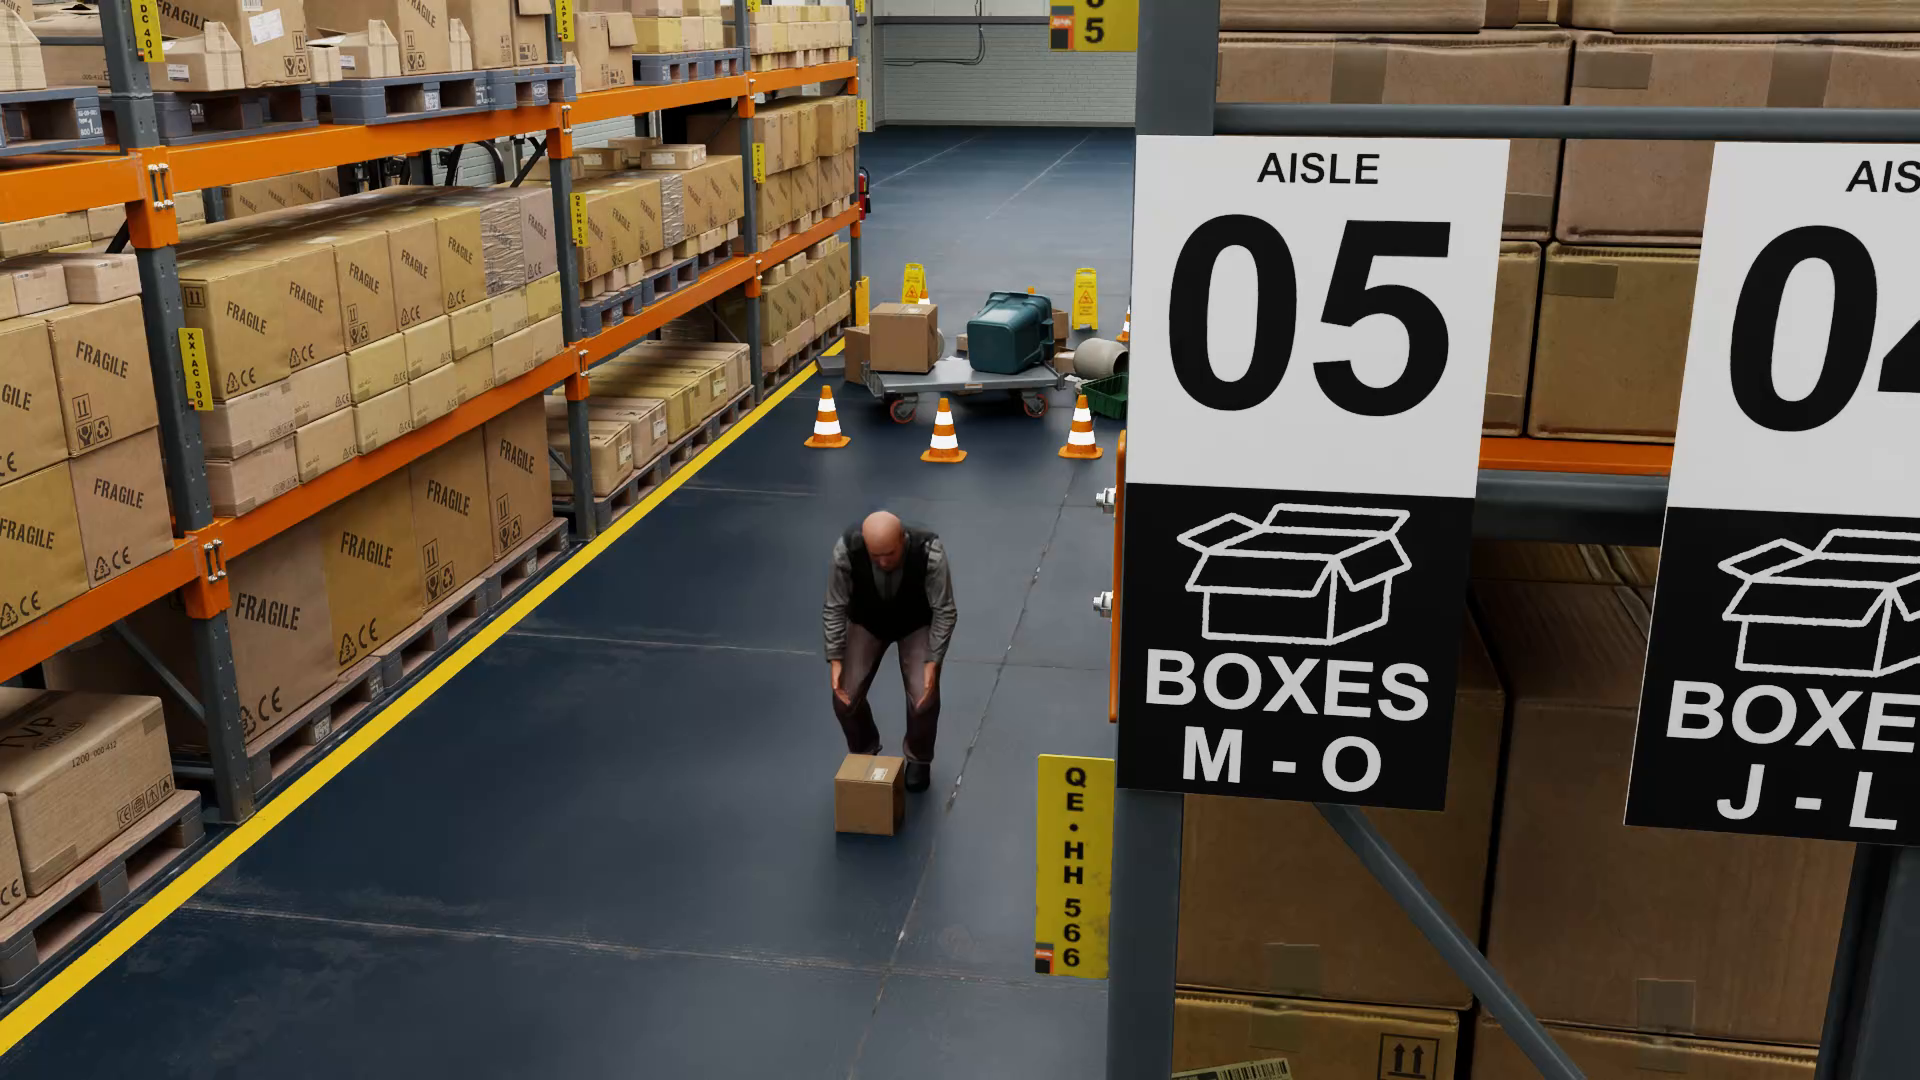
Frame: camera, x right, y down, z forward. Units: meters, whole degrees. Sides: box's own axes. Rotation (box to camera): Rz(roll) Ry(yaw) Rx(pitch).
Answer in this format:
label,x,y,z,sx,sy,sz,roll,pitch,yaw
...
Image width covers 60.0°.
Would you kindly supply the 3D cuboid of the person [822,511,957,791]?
label,x,y,z,sx,sy,sz,roll,pitch,yaw
person,-0.286,0.443,7.337,0.590,1.345,0.742,3,18,9
